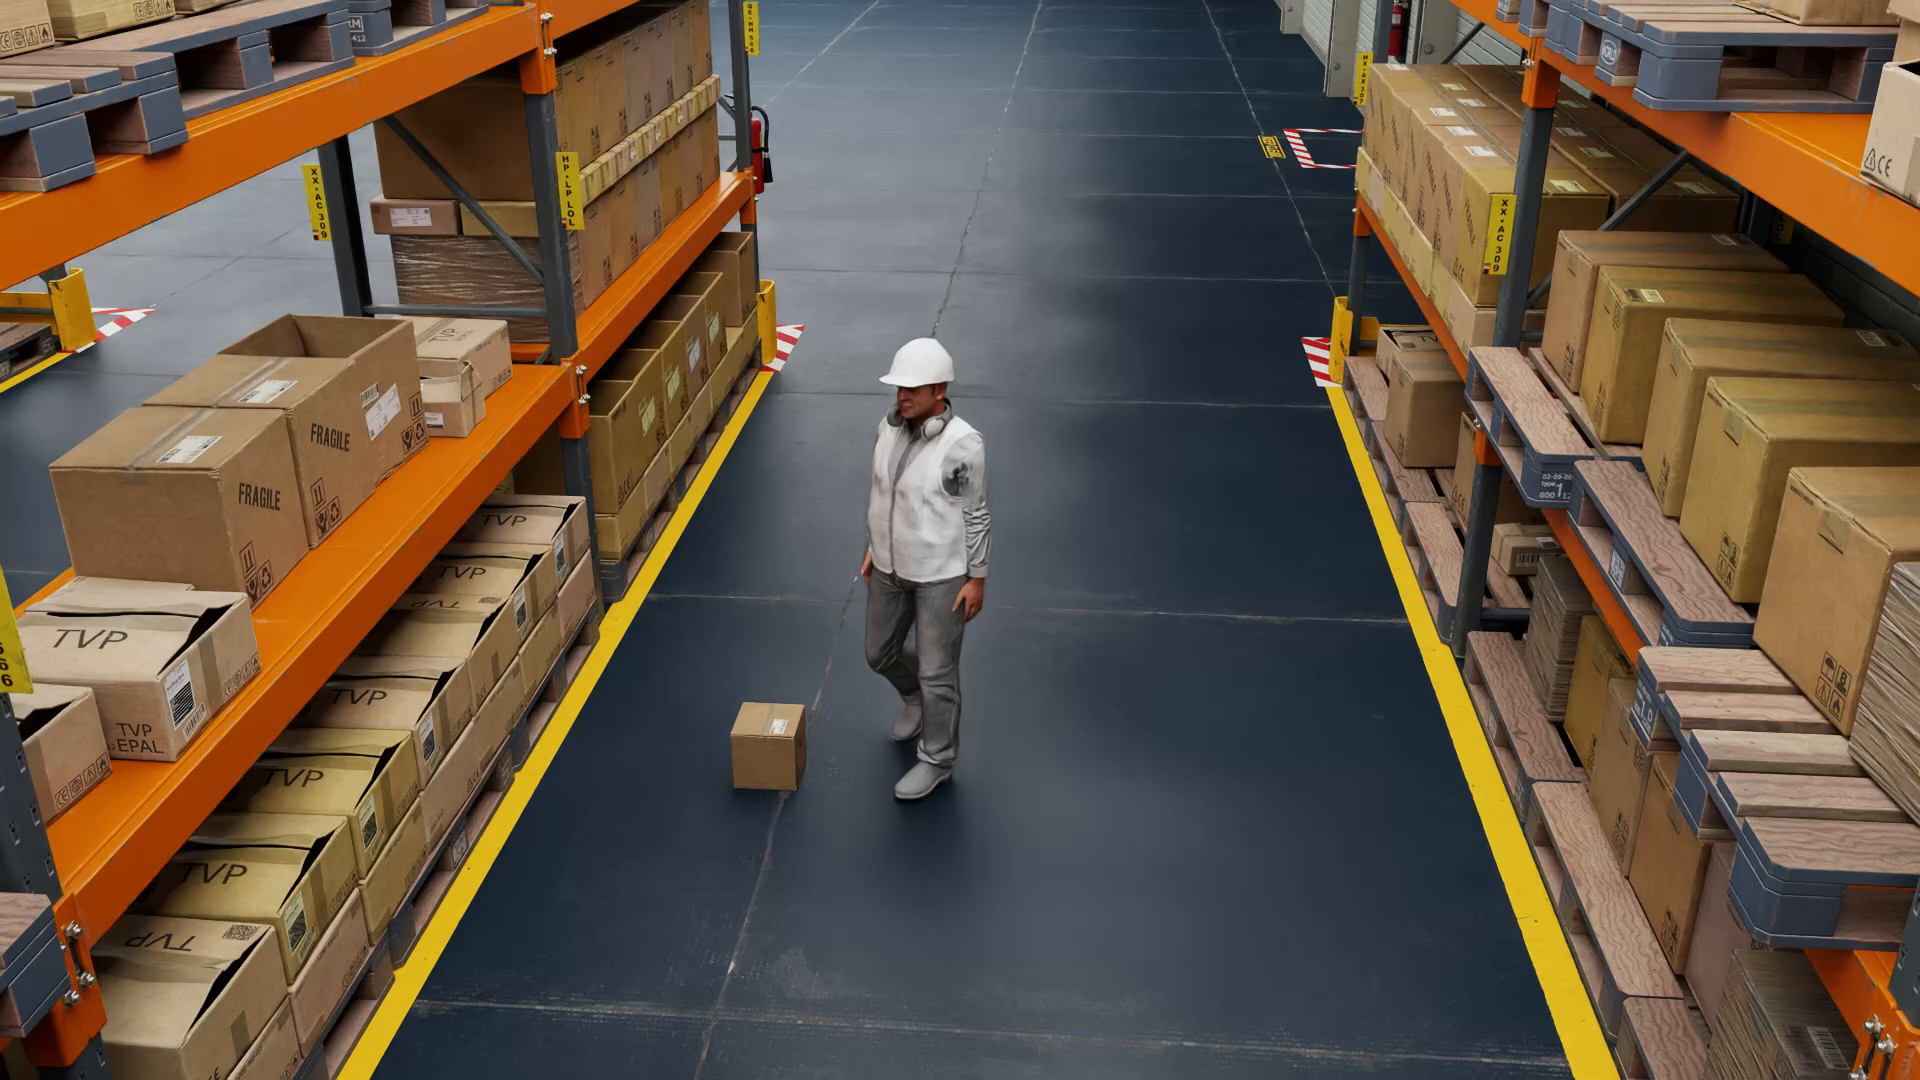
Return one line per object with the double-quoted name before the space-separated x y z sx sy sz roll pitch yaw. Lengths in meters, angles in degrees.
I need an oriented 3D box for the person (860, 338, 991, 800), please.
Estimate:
"person" -0.143 0.089 6.367 0.575 1.773 0.586 19 31 36
